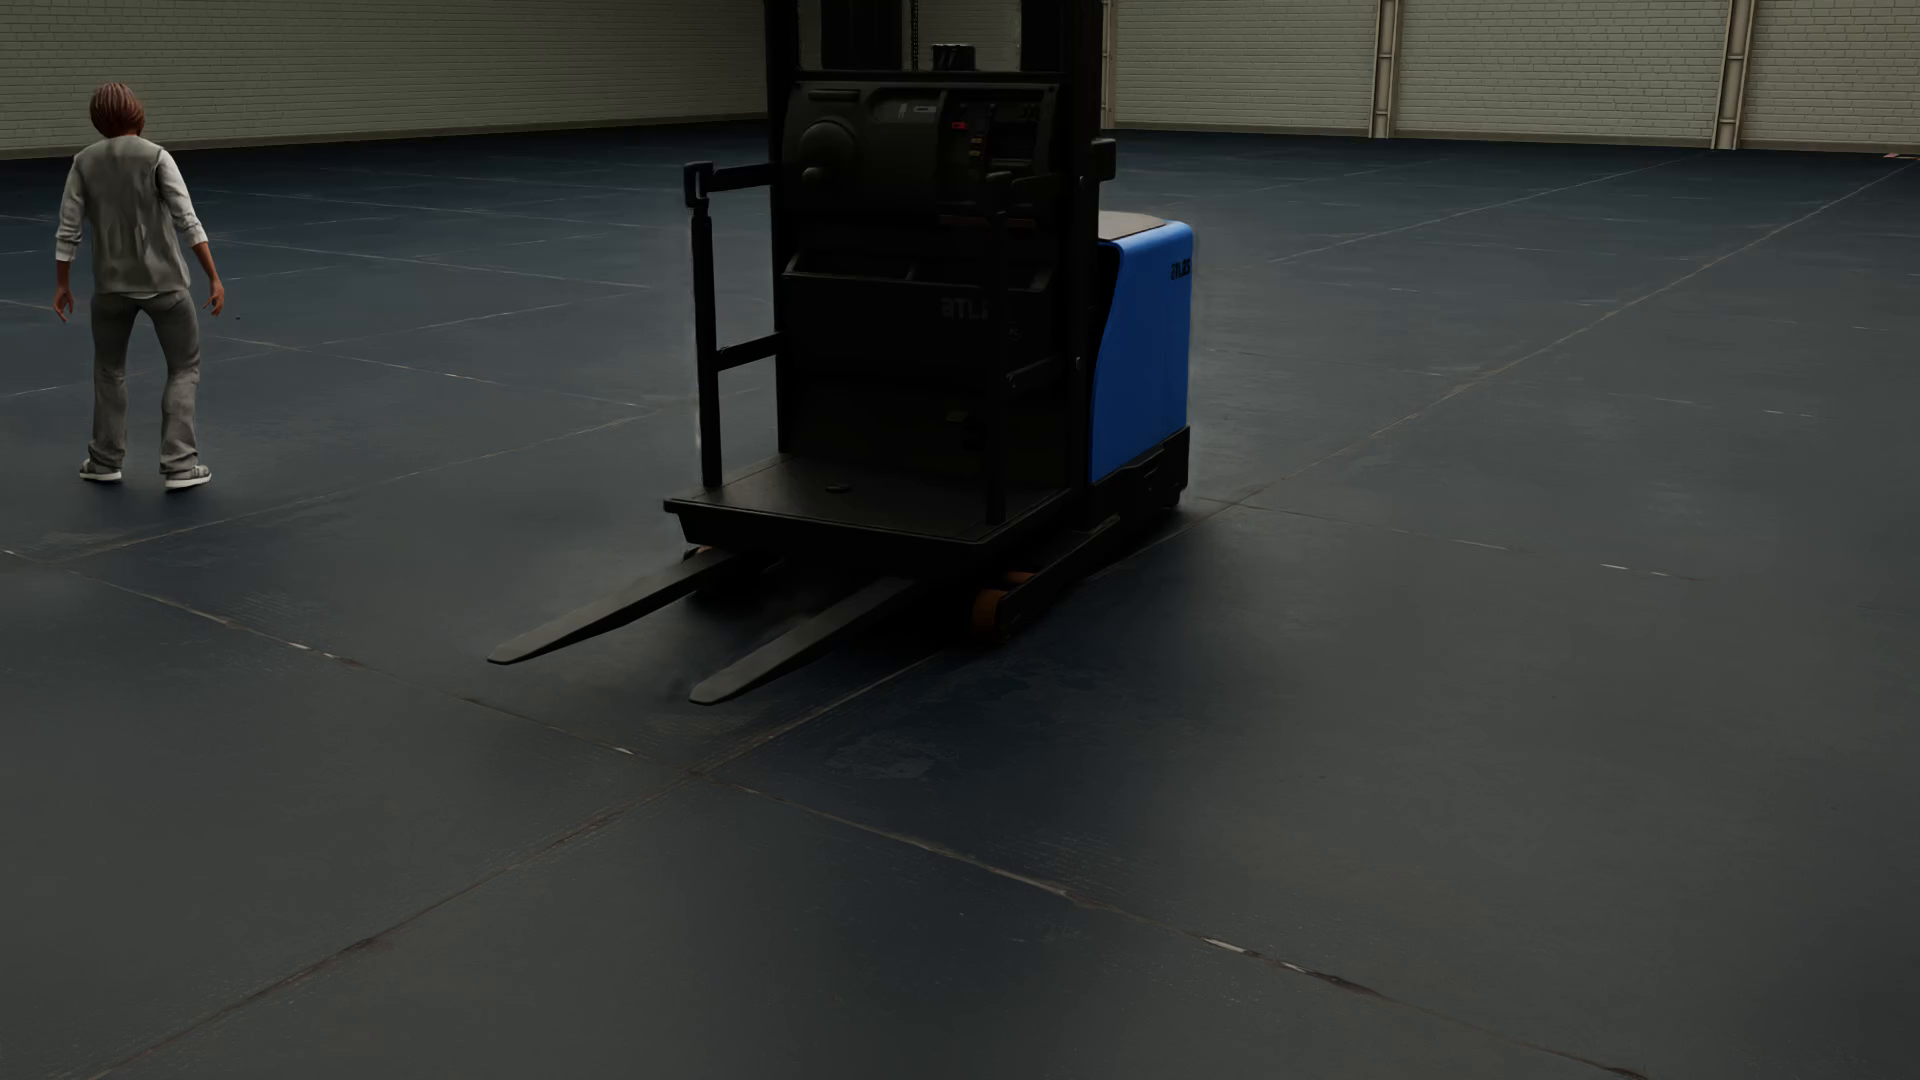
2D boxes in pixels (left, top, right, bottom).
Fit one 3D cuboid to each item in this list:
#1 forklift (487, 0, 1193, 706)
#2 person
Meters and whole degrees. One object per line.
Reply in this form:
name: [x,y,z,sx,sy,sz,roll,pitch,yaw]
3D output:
forklift: [-0.225,-1.239,4.975,1.130,2.935,3.031,8,18,25]
person: [-3.235,-0.977,6.515,0.726,1.564,0.385,-1,17,-4]
